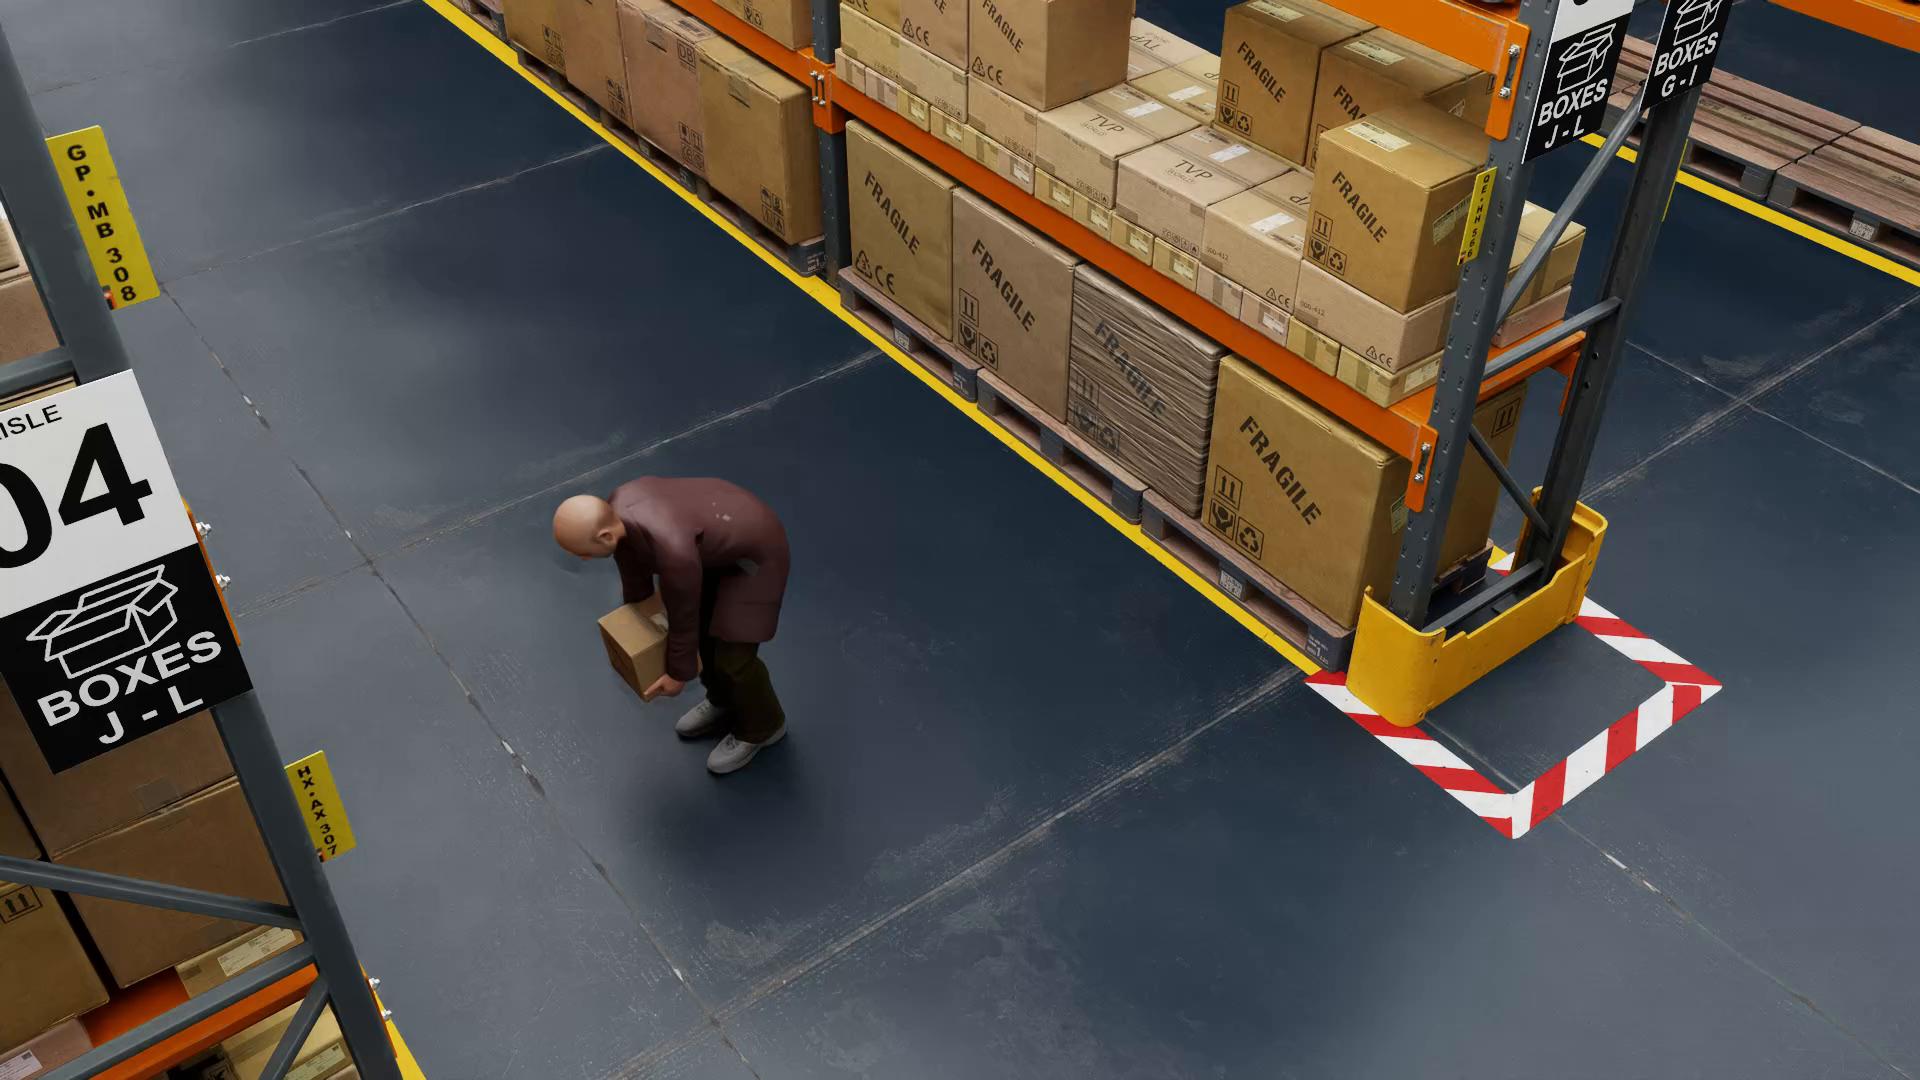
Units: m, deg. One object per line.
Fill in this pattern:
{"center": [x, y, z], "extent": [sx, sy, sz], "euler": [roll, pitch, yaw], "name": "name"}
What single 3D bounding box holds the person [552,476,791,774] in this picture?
{"center": [-1.016, 0.283, 6.104], "extent": [0.859, 1.428, 0.541], "euler": [-27, 47, -29], "name": "person"}
